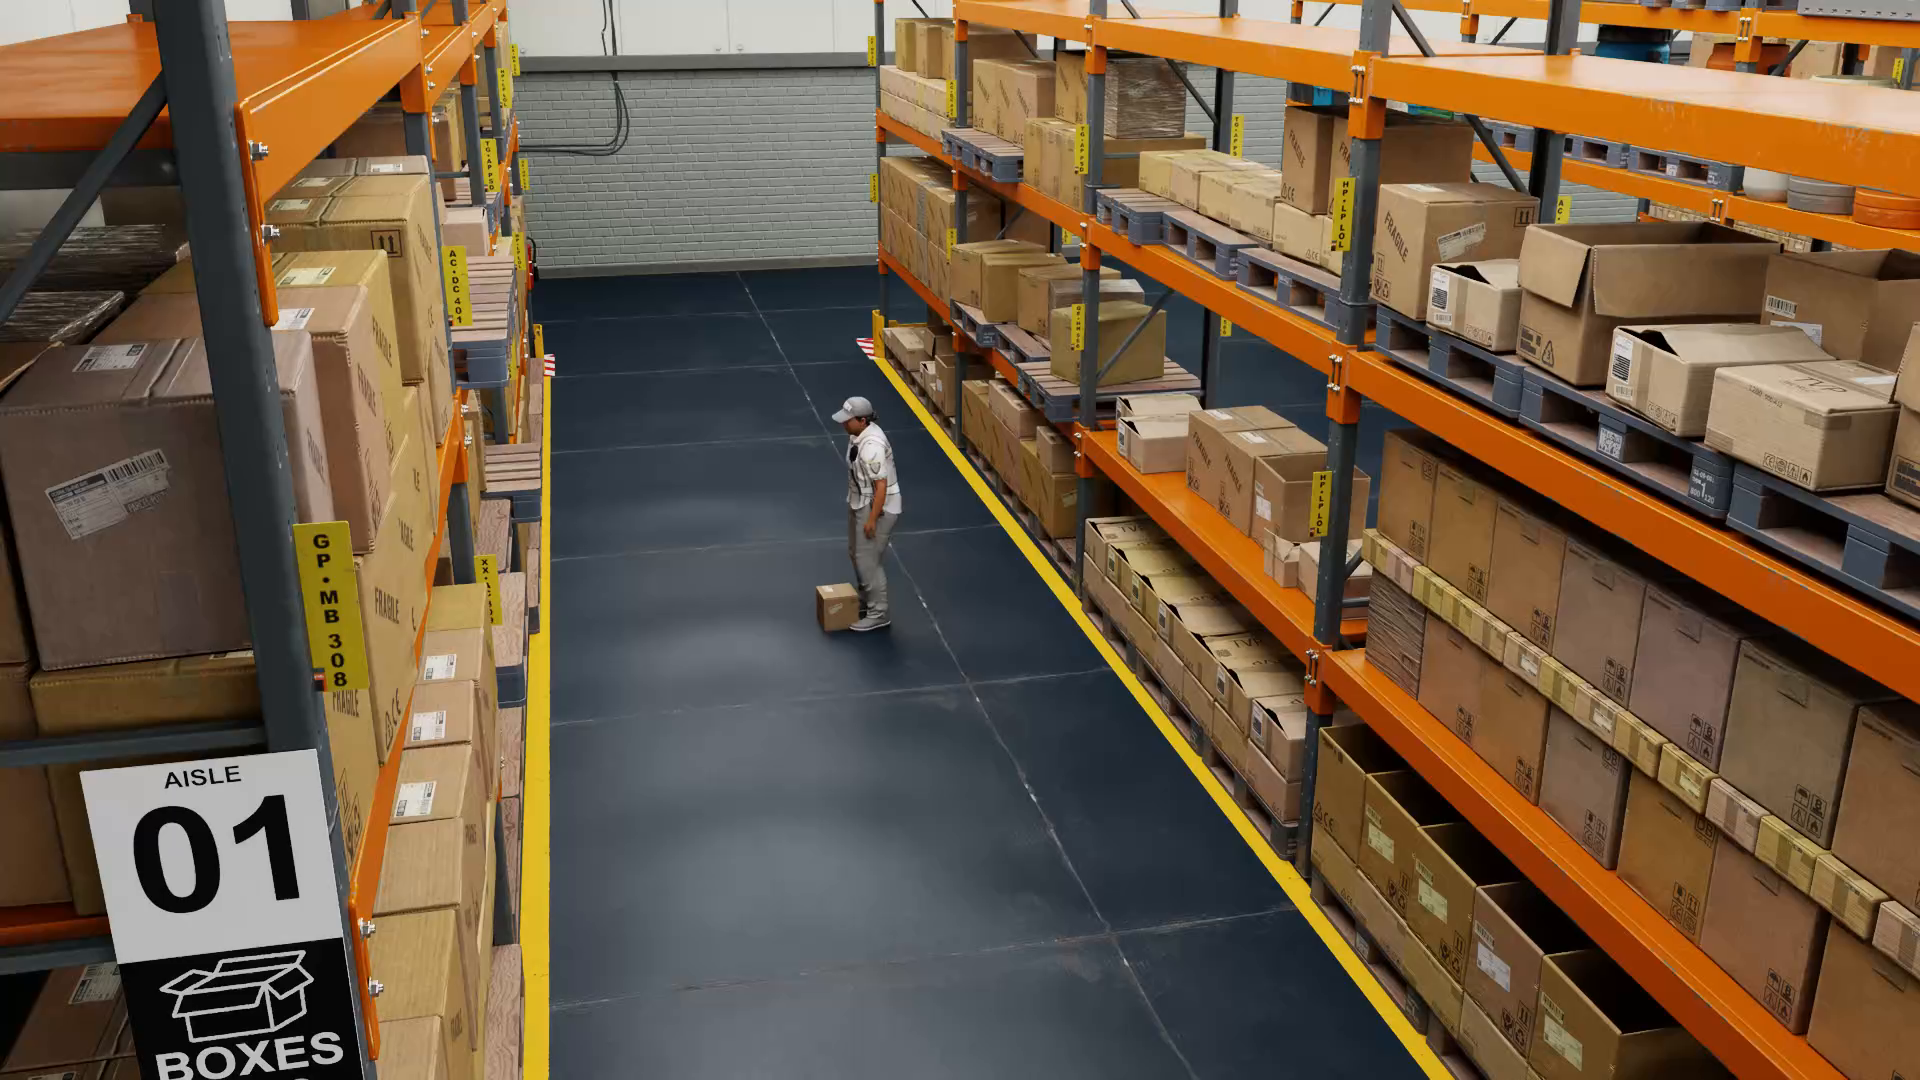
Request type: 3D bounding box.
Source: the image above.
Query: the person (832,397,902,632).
[{"bbox_3d":[-0.659,-0.206,11.633,0.463,1.667,0.563,-6,20,-15],"label":"person"}]
